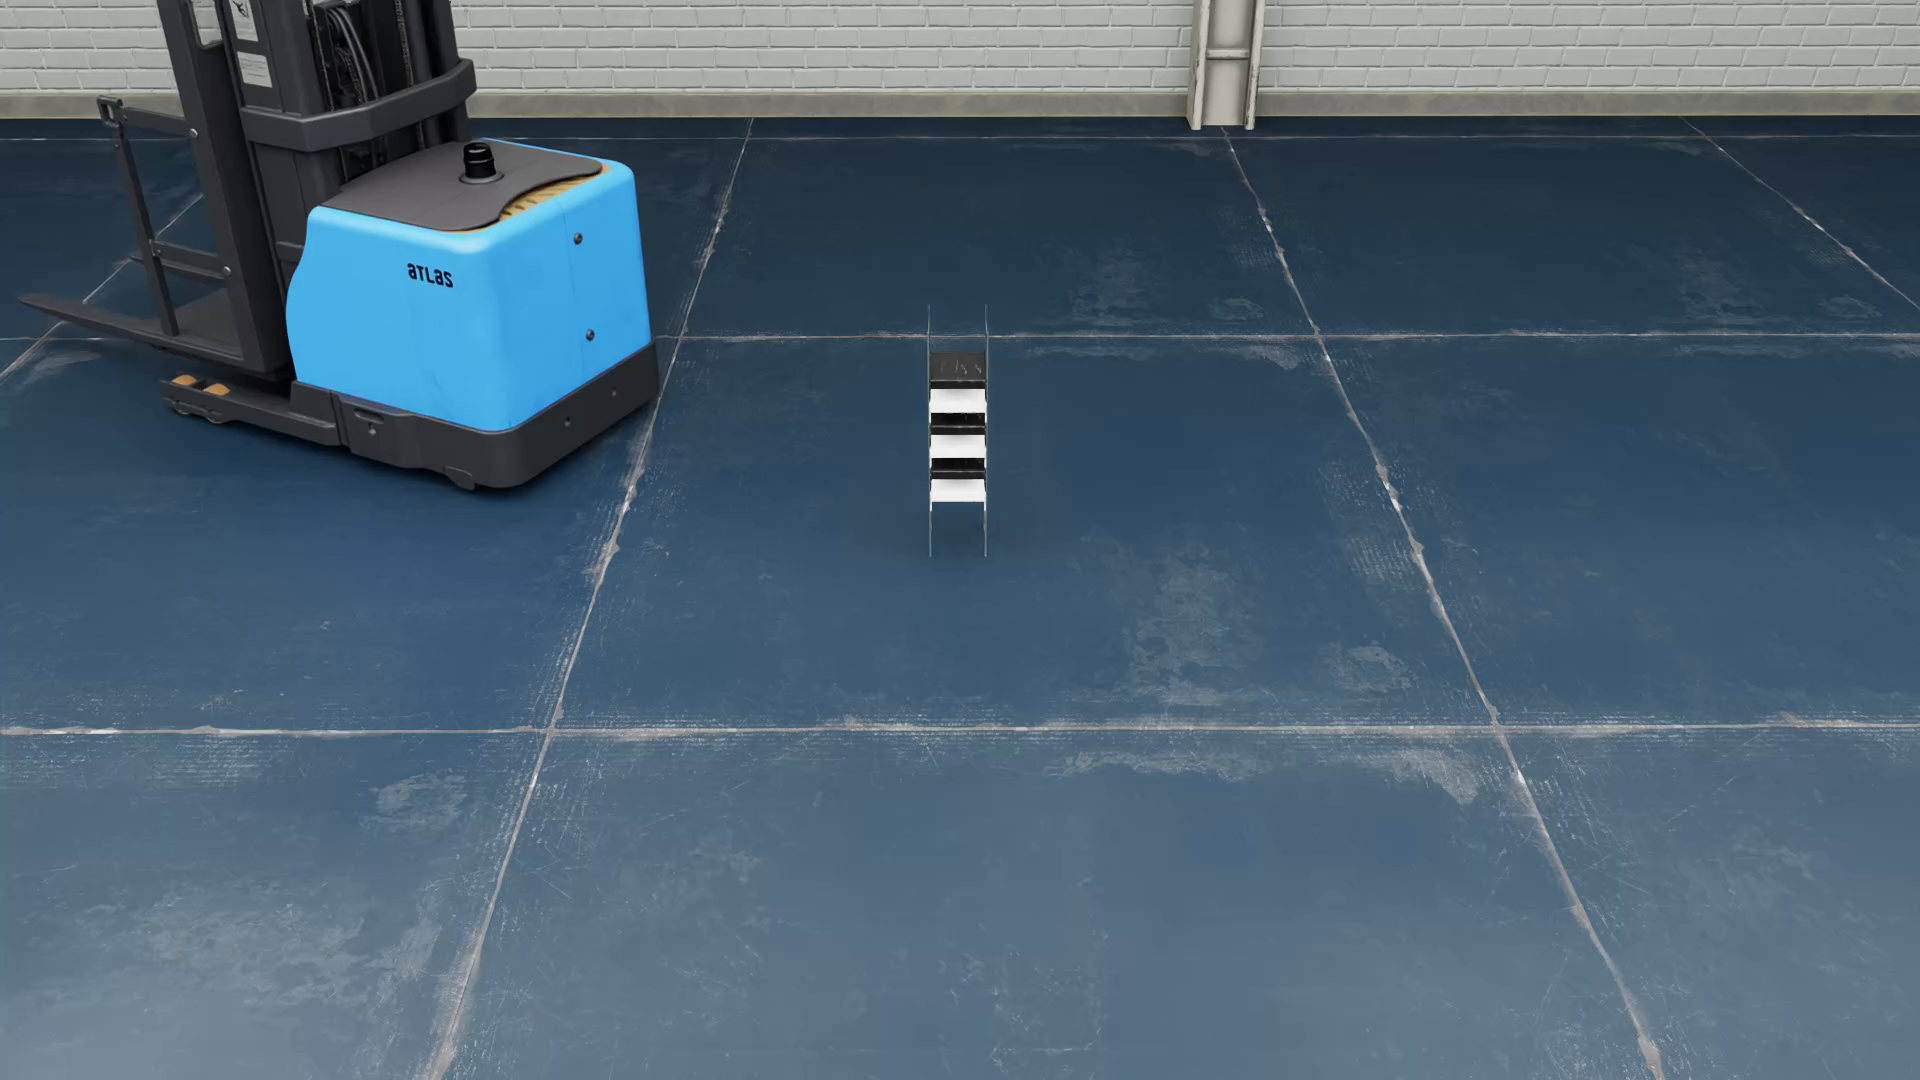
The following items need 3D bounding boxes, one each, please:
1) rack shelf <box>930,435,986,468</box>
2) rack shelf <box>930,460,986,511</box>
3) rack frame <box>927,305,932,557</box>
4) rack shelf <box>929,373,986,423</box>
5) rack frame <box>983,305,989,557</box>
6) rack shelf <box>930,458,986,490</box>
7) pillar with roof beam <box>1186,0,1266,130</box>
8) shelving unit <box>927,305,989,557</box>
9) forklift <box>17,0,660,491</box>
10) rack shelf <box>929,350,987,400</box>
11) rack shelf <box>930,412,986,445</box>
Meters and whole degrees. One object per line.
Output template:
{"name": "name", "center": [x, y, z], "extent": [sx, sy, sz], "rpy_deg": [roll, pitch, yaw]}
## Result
{"name": "rack shelf", "center": [-0.008, -0.356, 6.034], "extent": [0.200, 0.077, 0.258], "rpy_deg": [0, 31, 0]}
{"name": "rack shelf", "center": [-0.008, -0.202, 6.127], "extent": [0.200, 0.077, 0.258], "rpy_deg": [0, 31, 0]}
{"name": "rack frame", "center": [-0.110, -0.384, 6.016], "extent": [0.006, 0.900, 0.240], "rpy_deg": [0, 31, 0]}
{"name": "rack shelf", "center": [-0.008, -0.510, 5.940], "extent": [0.200, 0.077, 0.258], "rpy_deg": [0, 31, 0]}
{"name": "rack frame", "center": [0.094, -0.385, 6.017], "extent": [0.006, 0.900, 0.240], "rpy_deg": [0, 31, 0]}
{"name": "rack shelf", "center": [-0.008, -0.279, 6.081], "extent": [0.200, 0.077, 0.258], "rpy_deg": [0, 31, 0]}
{"name": "pillar with roof beam", "center": [1.692, -4.297, 4.657], "extent": [0.400, 9.000, 9.100], "rpy_deg": [0, 31, 0]}
{"name": "shelving unit", "center": [-0.008, -0.385, 6.017], "extent": [0.210, 0.900, 0.258], "rpy_deg": [0, 31, 0]}
{"name": "forklift", "center": [-2.844, -1.972, 6.675], "extent": [3.031, 2.935, 1.130], "rpy_deg": [15, 34, 23]}
{"name": "rack shelf", "center": [-0.008, -0.587, 5.894], "extent": [0.200, 0.077, 0.258], "rpy_deg": [0, 31, 0]}
{"name": "rack shelf", "center": [-0.008, -0.433, 5.987], "extent": [0.200, 0.077, 0.258], "rpy_deg": [0, 31, 0]}
